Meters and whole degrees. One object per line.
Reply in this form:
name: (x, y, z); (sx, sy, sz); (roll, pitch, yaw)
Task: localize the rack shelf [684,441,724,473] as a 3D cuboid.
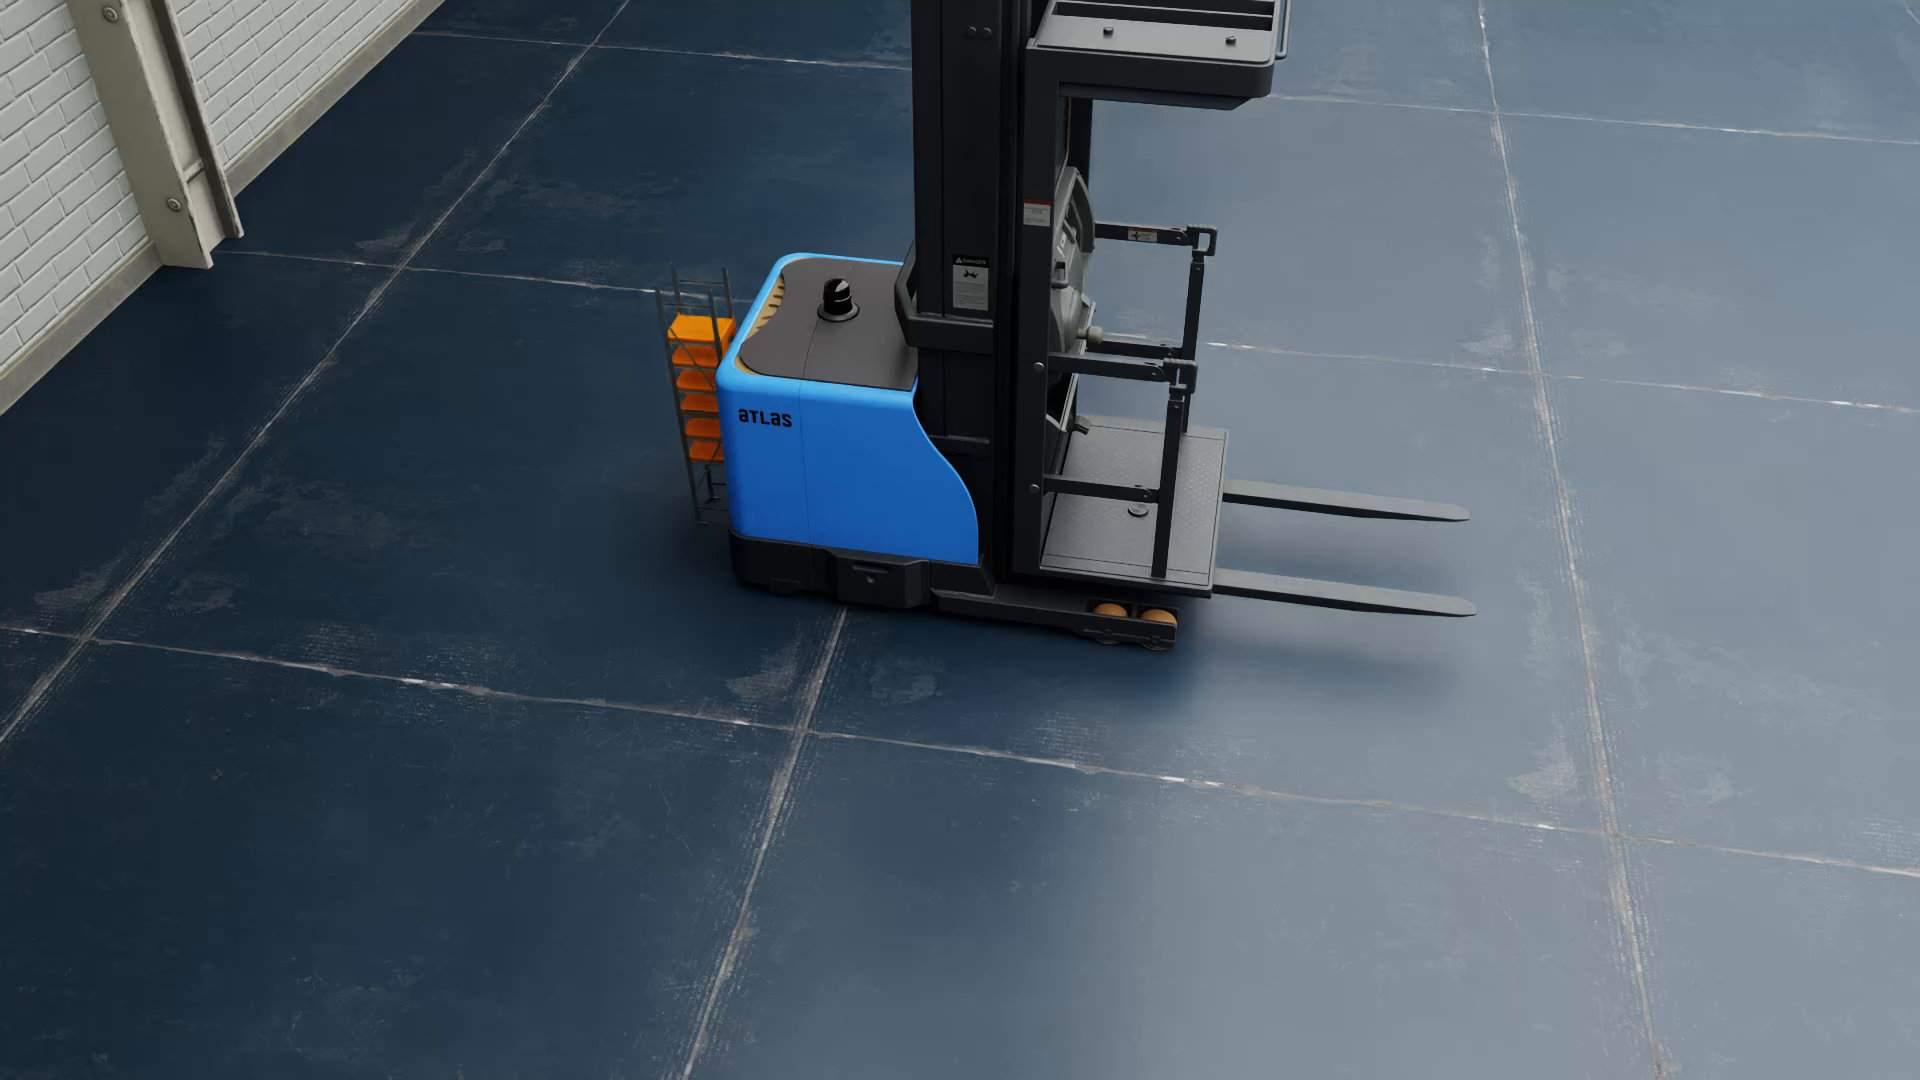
rack shelf: (-1.038, -0.365, 7.188); (0.258, 0.103, 0.180); (6, 40, 10)

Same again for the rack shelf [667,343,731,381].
rack shelf: (-1.058, -0.738, 6.886); (0.258, 0.103, 0.180); (6, 40, 10)

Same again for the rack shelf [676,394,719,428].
rack shelf: (-1.048, -0.552, 7.037); (0.258, 0.103, 0.180); (6, 40, 10)

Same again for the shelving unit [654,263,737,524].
shelving unit: (-1.049, -0.586, 7.009); (0.258, 1.200, 0.189); (6, 40, 10)

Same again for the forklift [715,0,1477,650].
forklift: (0.611, -1.055, 6.226); (3.031, 2.935, 1.130); (7, 40, 8)

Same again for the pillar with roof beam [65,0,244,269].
pillar with roof beam: (0.041, -4.607, 5.760); (9.100, 9.000, 0.400); (6, 40, 8)

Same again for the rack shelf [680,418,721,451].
rack shelf: (-1.043, -0.459, 7.112); (0.258, 0.103, 0.180); (6, 40, 10)

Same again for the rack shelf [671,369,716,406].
rack shelf: (-1.053, -0.645, 6.961); (0.258, 0.103, 0.180); (6, 40, 10)

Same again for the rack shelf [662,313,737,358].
rack shelf: (-1.063, -0.831, 6.810); (0.258, 0.103, 0.180); (6, 40, 10)

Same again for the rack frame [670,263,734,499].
rack frame: (-1.031, -0.643, 7.078); (0.240, 1.200, 0.006); (6, 40, 10)

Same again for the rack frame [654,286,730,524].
rack frame: (-1.068, -0.529, 6.939); (0.240, 1.200, 0.006); (6, 40, 10)
